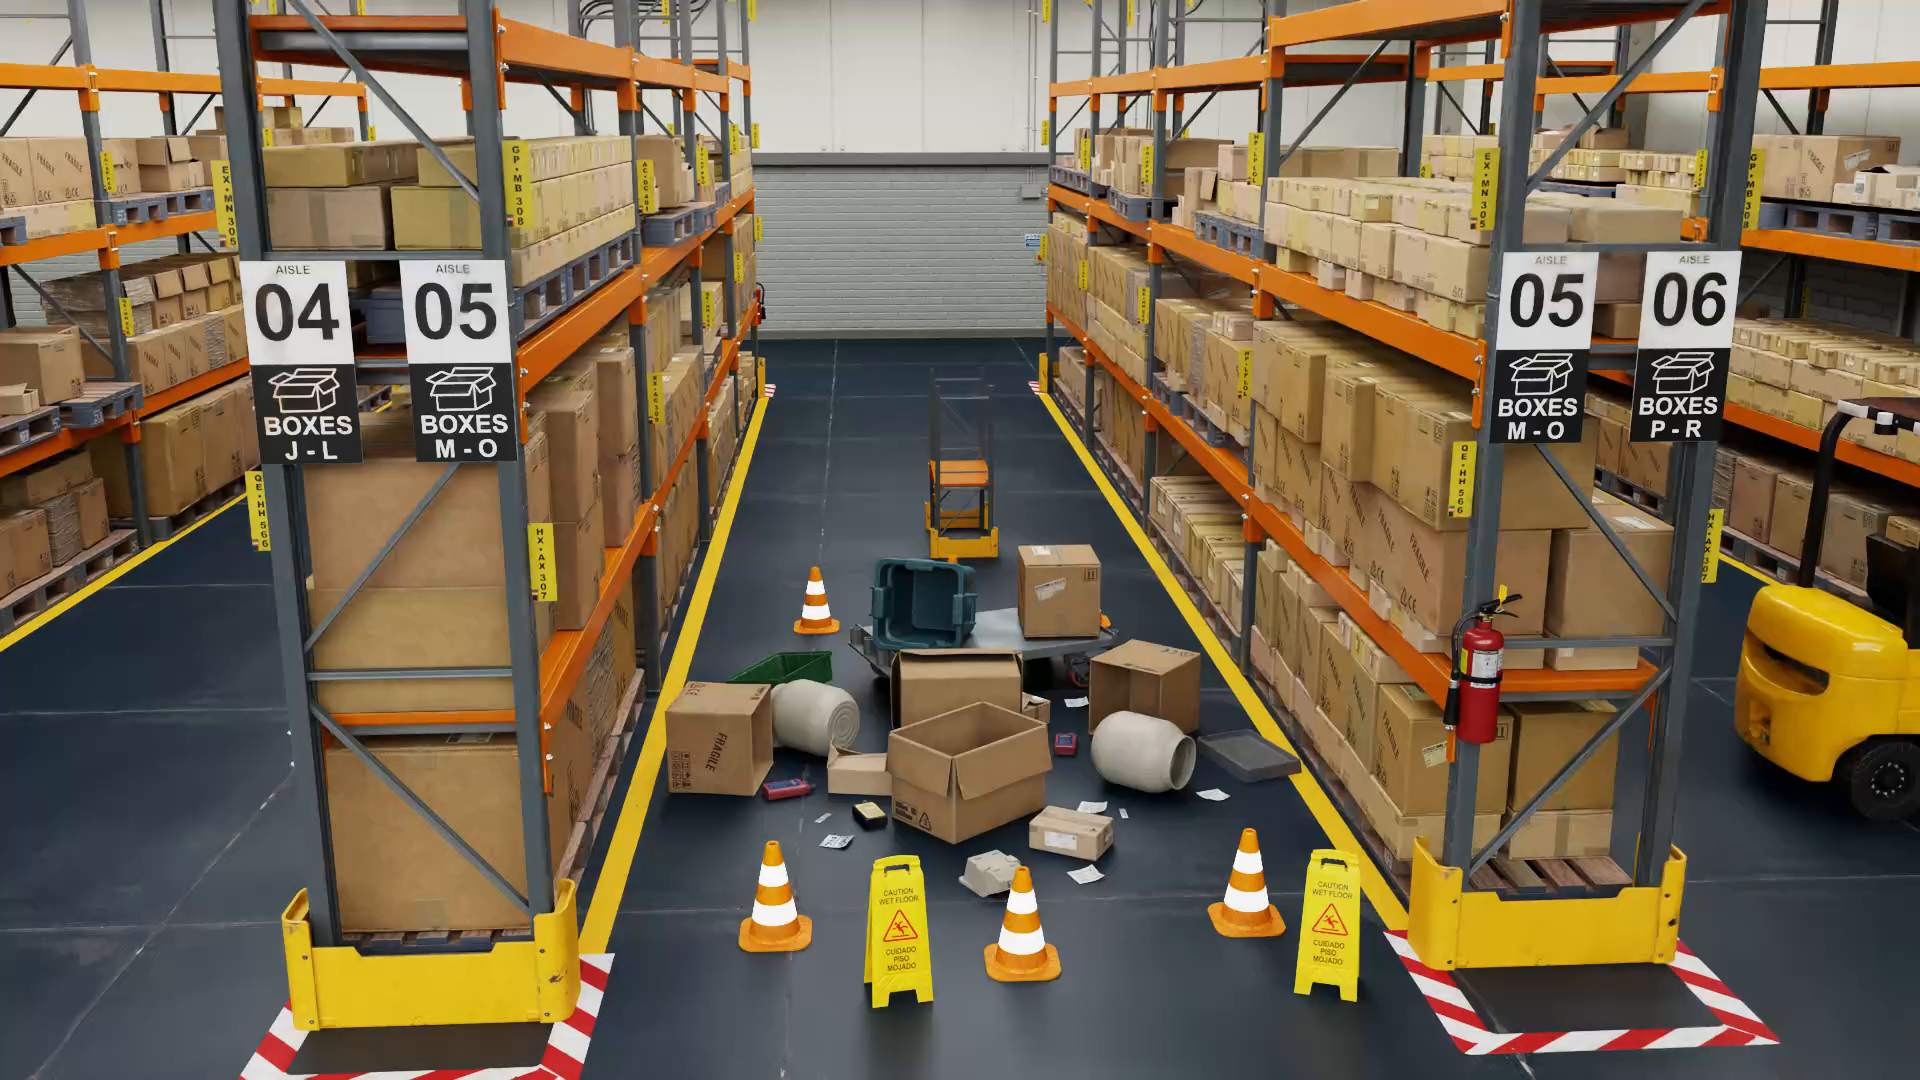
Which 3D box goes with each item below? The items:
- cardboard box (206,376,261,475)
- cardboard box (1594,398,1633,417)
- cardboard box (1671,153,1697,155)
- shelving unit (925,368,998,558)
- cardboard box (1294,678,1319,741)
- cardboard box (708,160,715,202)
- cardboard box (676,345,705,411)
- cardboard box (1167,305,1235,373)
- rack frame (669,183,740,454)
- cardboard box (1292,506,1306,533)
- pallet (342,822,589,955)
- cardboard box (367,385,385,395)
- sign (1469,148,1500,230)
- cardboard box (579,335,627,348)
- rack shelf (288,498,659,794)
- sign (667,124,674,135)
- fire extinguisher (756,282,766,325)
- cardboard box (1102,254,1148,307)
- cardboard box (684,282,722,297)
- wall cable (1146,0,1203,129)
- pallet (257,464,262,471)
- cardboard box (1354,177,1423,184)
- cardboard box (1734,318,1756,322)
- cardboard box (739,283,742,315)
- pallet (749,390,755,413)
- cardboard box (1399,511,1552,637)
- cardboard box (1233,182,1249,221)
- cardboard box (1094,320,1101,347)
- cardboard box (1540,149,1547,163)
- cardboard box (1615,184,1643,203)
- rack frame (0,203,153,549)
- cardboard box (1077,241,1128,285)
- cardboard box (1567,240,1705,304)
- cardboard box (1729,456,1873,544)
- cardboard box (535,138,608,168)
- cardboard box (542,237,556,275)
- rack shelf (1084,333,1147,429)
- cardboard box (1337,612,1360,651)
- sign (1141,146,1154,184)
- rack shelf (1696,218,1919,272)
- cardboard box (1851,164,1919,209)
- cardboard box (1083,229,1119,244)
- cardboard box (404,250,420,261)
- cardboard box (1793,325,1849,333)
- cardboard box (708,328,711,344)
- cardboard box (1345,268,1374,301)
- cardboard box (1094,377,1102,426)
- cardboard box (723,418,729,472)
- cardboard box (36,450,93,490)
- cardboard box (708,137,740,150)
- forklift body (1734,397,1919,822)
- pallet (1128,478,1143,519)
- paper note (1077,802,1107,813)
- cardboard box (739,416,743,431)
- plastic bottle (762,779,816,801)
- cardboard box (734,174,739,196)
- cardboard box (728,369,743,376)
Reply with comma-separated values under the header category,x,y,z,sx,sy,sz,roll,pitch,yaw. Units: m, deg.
category,x,y,z,sx,sy,sz,roll,pitch,yaw
cardboard box,-7.835,-1.171,16.978,1.225,0.875,0.875,-1,14,-5
cardboard box,6.804,-1.369,17.200,0.380,0.149,0.250,-2,15,-6
cardboard box,7.256,-3.740,16.428,0.380,0.149,0.250,-1,14,-4
shelving unit,0.005,-0.707,14.766,0.587,1.500,1.083,-1,14,-3
cardboard box,2.282,1.003,9.784,0.500,0.250,0.500,-1,14,-4
cardboard box,-2.591,-3.330,15.728,0.500,0.500,0.500,-1,14,-3
cardboard box,-2.451,-1.375,14.148,0.500,0.500,0.500,-1,14,-3
cardboard box,2.024,-1.686,13.921,0.500,0.500,0.500,0,14,-1
rack frame,-2.994,-2.429,18.446,1.000,3.000,0.127,-1,14,-3
cardboard box,2.230,-0.146,10.079,0.380,0.149,0.250,0,14,-2
pallet,-2.379,1.708,7.963,1.003,0.211,1.213,-1,14,-3
cardboard box,-8.079,-2.389,21.712,0.875,0.875,0.875,-1,14,-3
sign,2.128,-1.424,6.744,0.100,0.325,0.005,-1,14,-3
cardboard box,-2.510,-0.943,10.202,0.875,0.550,0.550,-1,14,-3
rack shelf,-2.375,0.407,8.870,1.077,0.370,4.000,-1,14,-3
sign,-3.784,-5.291,21.797,0.100,0.325,0.005,-1,14,-3
fire extinguisher,-2.797,-3.275,22.640,0.296,0.674,0.183,-1,14,-3
cardboard box,1.768,-2.698,17.287,0.500,0.500,0.500,-1,14,-5
cardboard box,-2.775,-2.702,17.975,0.380,0.149,0.250,0,14,-1
wall cable,4.592,-7.904,27.610,2.988,3.039,0.133,-1,14,-3
pallet,-7.828,-0.836,17.853,1.003,0.211,1.213,-1,14,-3
cardboard box,2.673,-2.183,10.373,0.380,0.149,0.250,-1,14,-2
cardboard box,6.867,-1.892,14.857,0.380,0.149,0.250,0,14,-2
cardboard box,-2.811,-2.871,19.369,0.500,0.500,0.500,-1,14,-3
pallet,-3.223,-1.852,21.799,1.003,0.211,1.213,-1,14,-3
cardboard box,2.375,0.131,7.701,0.500,0.500,0.500,-1,14,-4
cardboard box,2.228,-2.393,11.746,0.500,0.250,0.500,-1,14,-3
cardboard box,1.737,-2.216,17.919,0.500,0.250,0.500,-1,14,-5
cardboard box,6.562,-4.189,18.130,0.380,0.149,0.250,-1,14,-3
cardboard box,6.804,-3.367,16.372,0.500,0.250,0.500,-1,14,-3
rack frame,-7.703,-1.383,14.380,1.000,3.000,0.127,-1,14,-3
cardboard box,1.635,-3.176,19.144,0.500,0.500,0.500,-1,14,-4
cardboard box,2.918,-1.199,7.352,0.500,0.250,0.500,-1,14,-4
cardboard box,7.215,-0.349,14.285,0.875,0.625,0.625,0,14,-2
cardboard box,-2.094,-2.070,8.893,0.380,0.149,0.250,-1,14,-3
cardboard box,-1.984,-1.243,7.279,0.380,0.149,0.250,-1,14,-3
rack shelf,2.064,-1.685,16.998,1.077,0.370,4.000,-1,14,-3
cardboard box,2.257,0.491,8.966,0.380,0.149,0.250,0,14,-1
sign,1.633,-3.270,14.501,0.100,0.325,0.005,-1,14,-3
rack shelf,7.265,-2.220,13.059,1.077,0.370,4.000,-1,14,-3
cardboard box,7.054,-2.647,12.409,0.500,0.311,0.500,-1,14,-5
cardboard box,1.603,-3.449,18.902,0.380,0.149,0.250,-1,14,-5
cardboard box,-2.656,-1.294,7.477,0.380,0.149,0.250,-1,14,-3
cardboard box,7.447,-1.769,14.380,0.380,0.149,0.250,-1,14,-3
cardboard box,-2.672,-2.025,16.537,0.380,0.149,0.250,-1,14,-5
cardboard box,2.242,-1.343,8.710,0.380,0.149,0.250,-1,14,-4
cardboard box,2.008,-1.651,19.721,0.875,0.438,0.875,-1,14,-4
cardboard box,-2.638,-0.986,17.013,0.500,0.500,0.500,-1,14,-5
cardboard box,-7.632,-0.582,13.898,0.500,0.250,0.500,0,14,-1
cardboard box,-2.855,-4.778,20.053,0.380,0.149,0.250,-1,14,-5
forklift body,5.699,0.344,9.373,2.313,2.155,1.214,-1,14,-3
pallet,2.214,-0.382,16.089,1.003,0.211,1.213,-1,14,-3
paper note,0.735,1.480,9.238,0.148,0.019,0.142,4,15,16
cardboard box,-2.696,-1.347,19.121,0.380,0.149,0.250,-2,15,-6
plastic bottle,-0.967,1.410,9.425,0.283,0.061,0.133,-6,16,-23
cardboard box,-2.800,-4.053,19.038,0.500,0.250,0.500,-1,14,-4
cardboard box,-2.880,-2.018,20.533,0.380,0.149,0.250,-1,14,-3
